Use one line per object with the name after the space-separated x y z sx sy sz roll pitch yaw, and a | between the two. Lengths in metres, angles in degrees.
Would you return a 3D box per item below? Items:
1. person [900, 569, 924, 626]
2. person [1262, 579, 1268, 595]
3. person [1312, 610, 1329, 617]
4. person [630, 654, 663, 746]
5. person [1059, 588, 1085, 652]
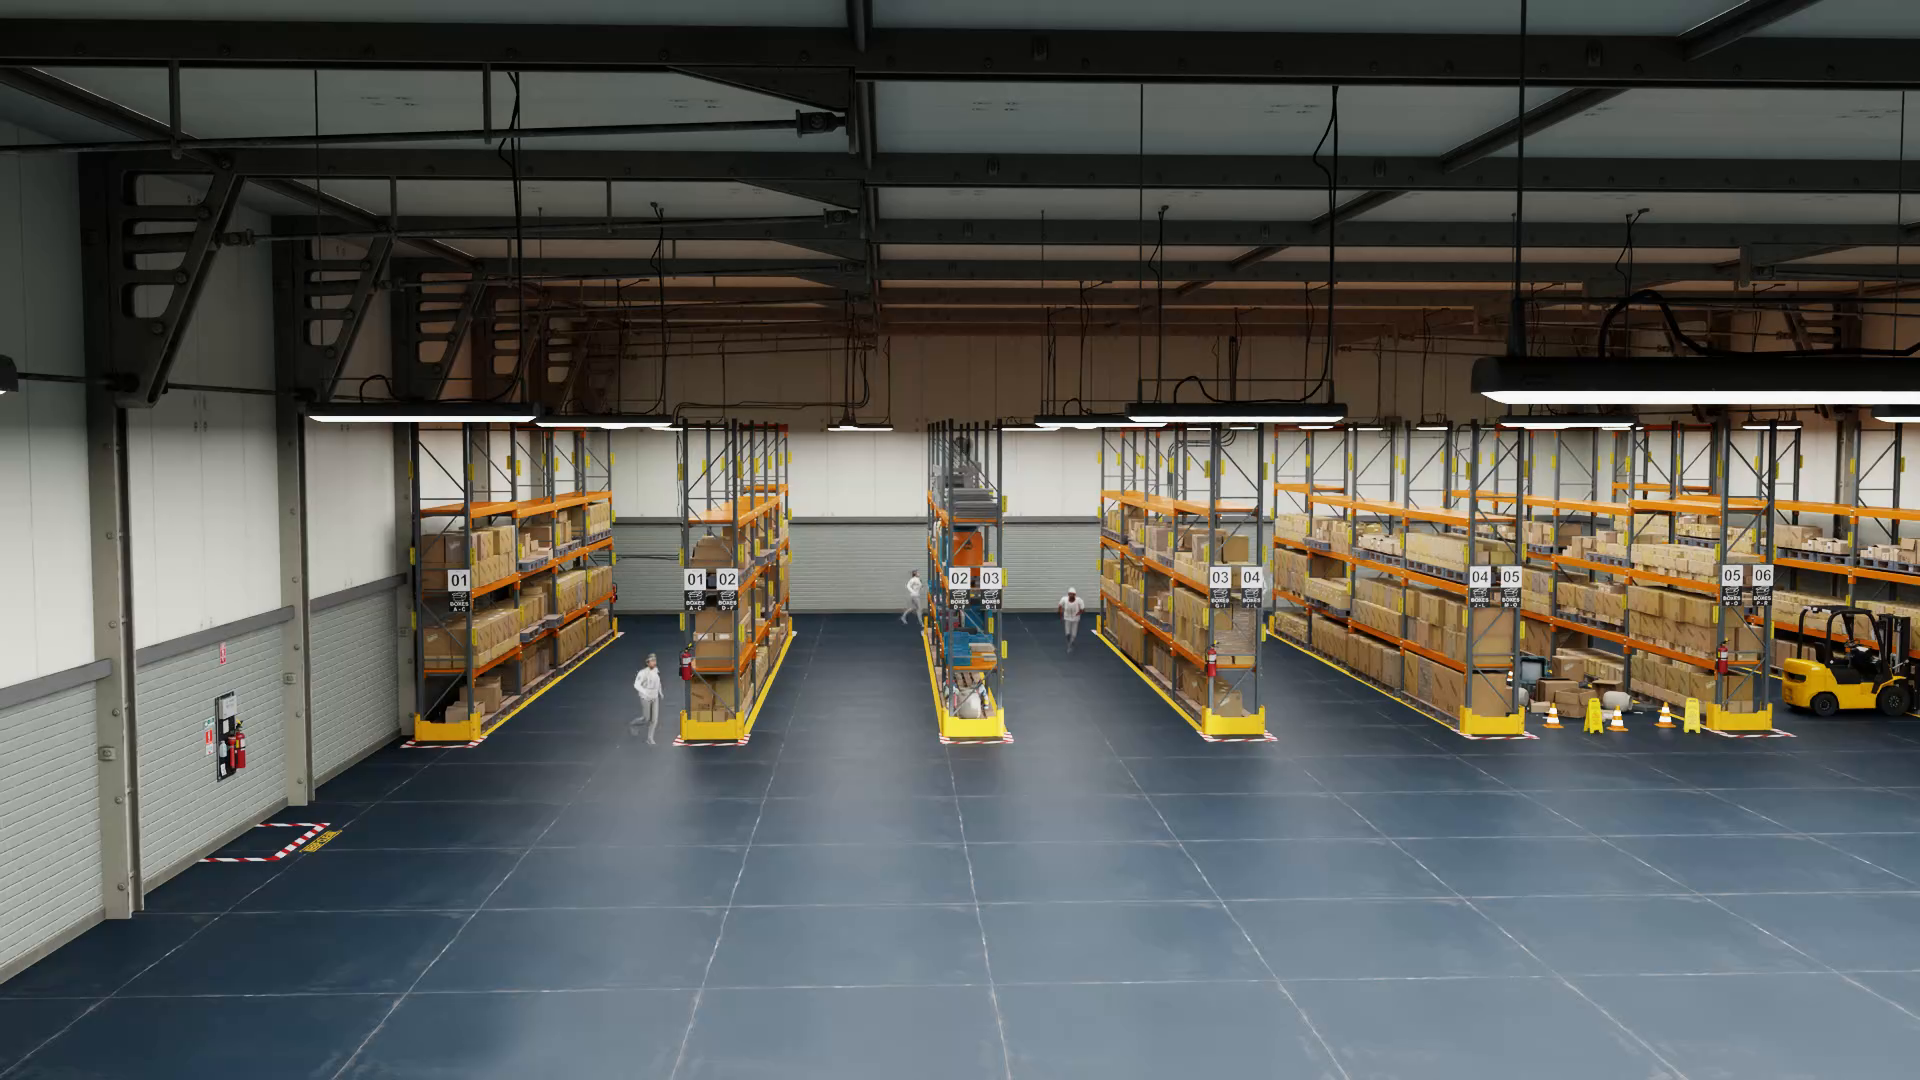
-1.353 1.693 49.406 0.860 1.722 0.633 1 4 10 | person
8.685 1.739 48.808 0.710 1.736 0.678 3 5 42 | person
10.592 1.745 49.362 0.891 1.588 0.534 -1 4 -19 | person
-5.761 2.934 30.802 0.749 1.685 0.643 3 5 41 | person
2.911 2.087 43.305 0.663 1.695 0.692 0 4 1 | person
